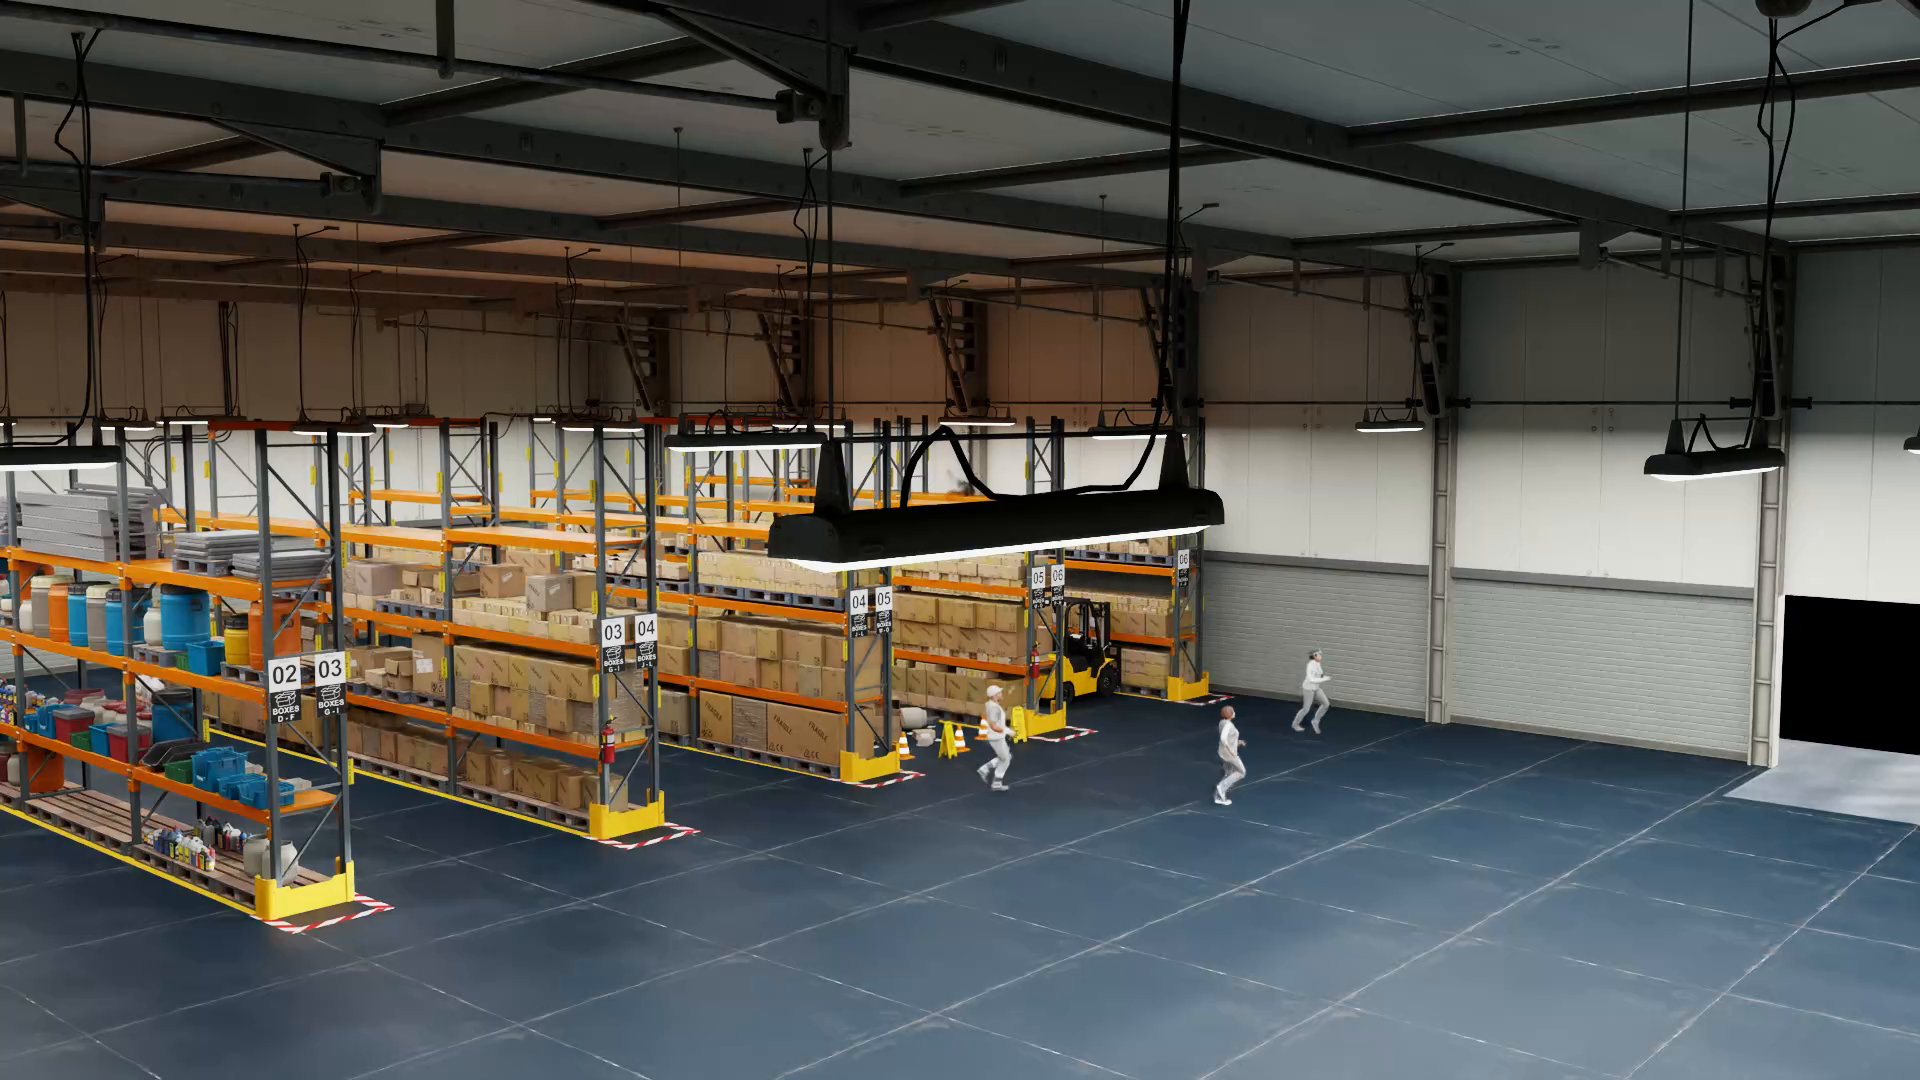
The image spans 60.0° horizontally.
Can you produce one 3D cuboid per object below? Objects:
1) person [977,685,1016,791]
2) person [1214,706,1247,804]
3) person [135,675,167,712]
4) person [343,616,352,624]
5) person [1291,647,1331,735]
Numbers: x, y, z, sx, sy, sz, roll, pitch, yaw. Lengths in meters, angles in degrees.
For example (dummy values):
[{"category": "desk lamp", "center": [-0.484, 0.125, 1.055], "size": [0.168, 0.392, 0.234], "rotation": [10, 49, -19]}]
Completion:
[{"category": "person", "center": [0.589, 3.217, 27.023], "size": [0.616, 1.738, 0.652], "rotation": [0, 5, -3]}, {"category": "person", "center": [4.263, 3.424, 26.136], "size": [0.541, 1.469, 0.532], "rotation": [-1, 5, -10]}, {"category": "person", "center": [-14.405, 3.000, 29.707], "size": [0.895, 1.758, 0.677], "rotation": [4, 6, 36]}, {"category": "person", "center": [-14.494, 2.196, 39.117], "size": [0.701, 1.746, 0.686], "rotation": [4, 7, 43]}, {"category": "person", "center": [6.693, 2.859, 31.651], "size": [0.788, 1.678, 0.641], "rotation": [3, 6, 32]}]
